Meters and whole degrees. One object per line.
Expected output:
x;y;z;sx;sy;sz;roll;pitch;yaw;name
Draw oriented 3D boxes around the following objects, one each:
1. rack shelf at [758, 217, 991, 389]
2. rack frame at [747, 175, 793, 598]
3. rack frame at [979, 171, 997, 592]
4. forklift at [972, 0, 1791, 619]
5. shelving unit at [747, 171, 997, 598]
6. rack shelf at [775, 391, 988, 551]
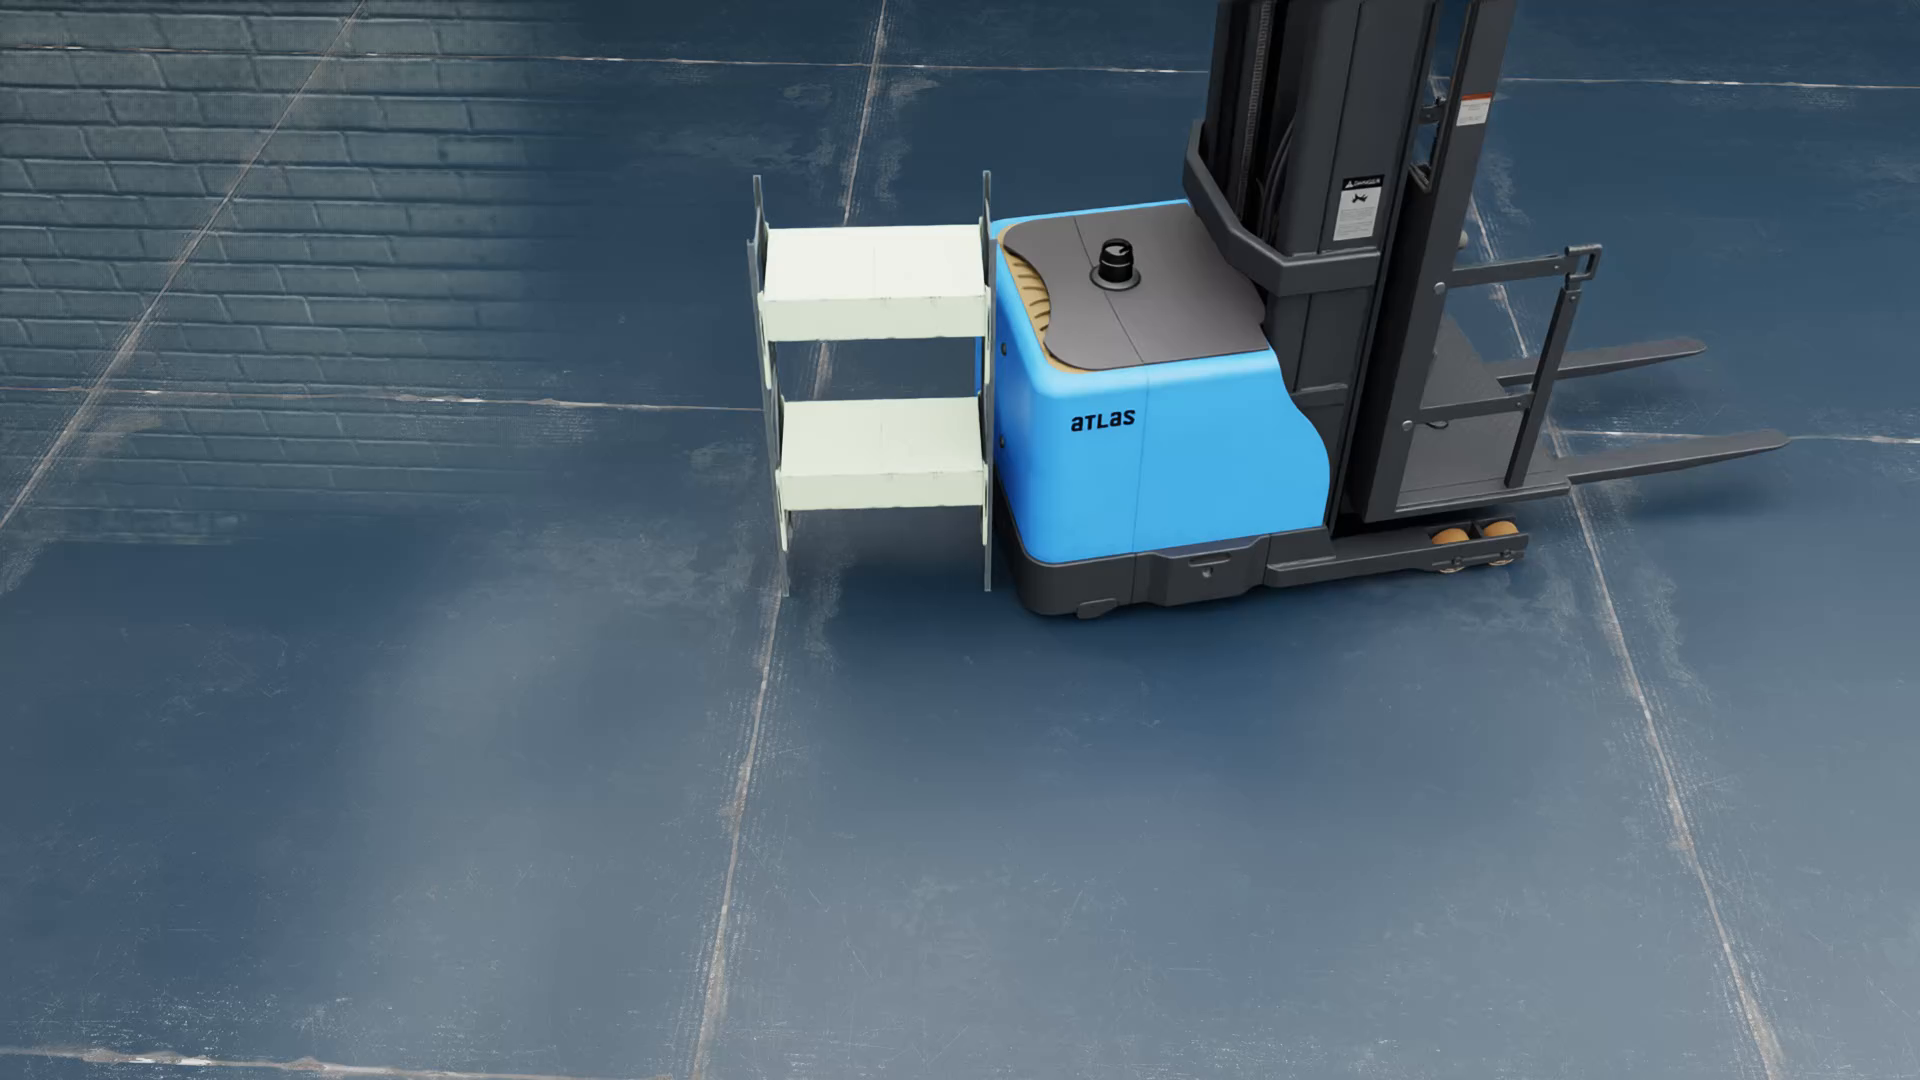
-0.273;-0.771;5.405;0.720;0.370;0.431;-2;43;-2;rack shelf
-0.639;-0.476;5.660;0.023;1.500;0.400;-2;43;-2;rack frame
0.093;-0.496;5.682;0.023;1.500;0.400;-2;43;-2;rack frame
1.614;-1.298;5.493;3.031;2.935;1.130;-8;44;-8;forklift
-0.273;-0.486;5.671;0.755;1.500;0.431;-2;43;-2;shelving unit
-0.273;-0.247;5.894;0.720;0.370;0.431;-2;43;-2;rack shelf
